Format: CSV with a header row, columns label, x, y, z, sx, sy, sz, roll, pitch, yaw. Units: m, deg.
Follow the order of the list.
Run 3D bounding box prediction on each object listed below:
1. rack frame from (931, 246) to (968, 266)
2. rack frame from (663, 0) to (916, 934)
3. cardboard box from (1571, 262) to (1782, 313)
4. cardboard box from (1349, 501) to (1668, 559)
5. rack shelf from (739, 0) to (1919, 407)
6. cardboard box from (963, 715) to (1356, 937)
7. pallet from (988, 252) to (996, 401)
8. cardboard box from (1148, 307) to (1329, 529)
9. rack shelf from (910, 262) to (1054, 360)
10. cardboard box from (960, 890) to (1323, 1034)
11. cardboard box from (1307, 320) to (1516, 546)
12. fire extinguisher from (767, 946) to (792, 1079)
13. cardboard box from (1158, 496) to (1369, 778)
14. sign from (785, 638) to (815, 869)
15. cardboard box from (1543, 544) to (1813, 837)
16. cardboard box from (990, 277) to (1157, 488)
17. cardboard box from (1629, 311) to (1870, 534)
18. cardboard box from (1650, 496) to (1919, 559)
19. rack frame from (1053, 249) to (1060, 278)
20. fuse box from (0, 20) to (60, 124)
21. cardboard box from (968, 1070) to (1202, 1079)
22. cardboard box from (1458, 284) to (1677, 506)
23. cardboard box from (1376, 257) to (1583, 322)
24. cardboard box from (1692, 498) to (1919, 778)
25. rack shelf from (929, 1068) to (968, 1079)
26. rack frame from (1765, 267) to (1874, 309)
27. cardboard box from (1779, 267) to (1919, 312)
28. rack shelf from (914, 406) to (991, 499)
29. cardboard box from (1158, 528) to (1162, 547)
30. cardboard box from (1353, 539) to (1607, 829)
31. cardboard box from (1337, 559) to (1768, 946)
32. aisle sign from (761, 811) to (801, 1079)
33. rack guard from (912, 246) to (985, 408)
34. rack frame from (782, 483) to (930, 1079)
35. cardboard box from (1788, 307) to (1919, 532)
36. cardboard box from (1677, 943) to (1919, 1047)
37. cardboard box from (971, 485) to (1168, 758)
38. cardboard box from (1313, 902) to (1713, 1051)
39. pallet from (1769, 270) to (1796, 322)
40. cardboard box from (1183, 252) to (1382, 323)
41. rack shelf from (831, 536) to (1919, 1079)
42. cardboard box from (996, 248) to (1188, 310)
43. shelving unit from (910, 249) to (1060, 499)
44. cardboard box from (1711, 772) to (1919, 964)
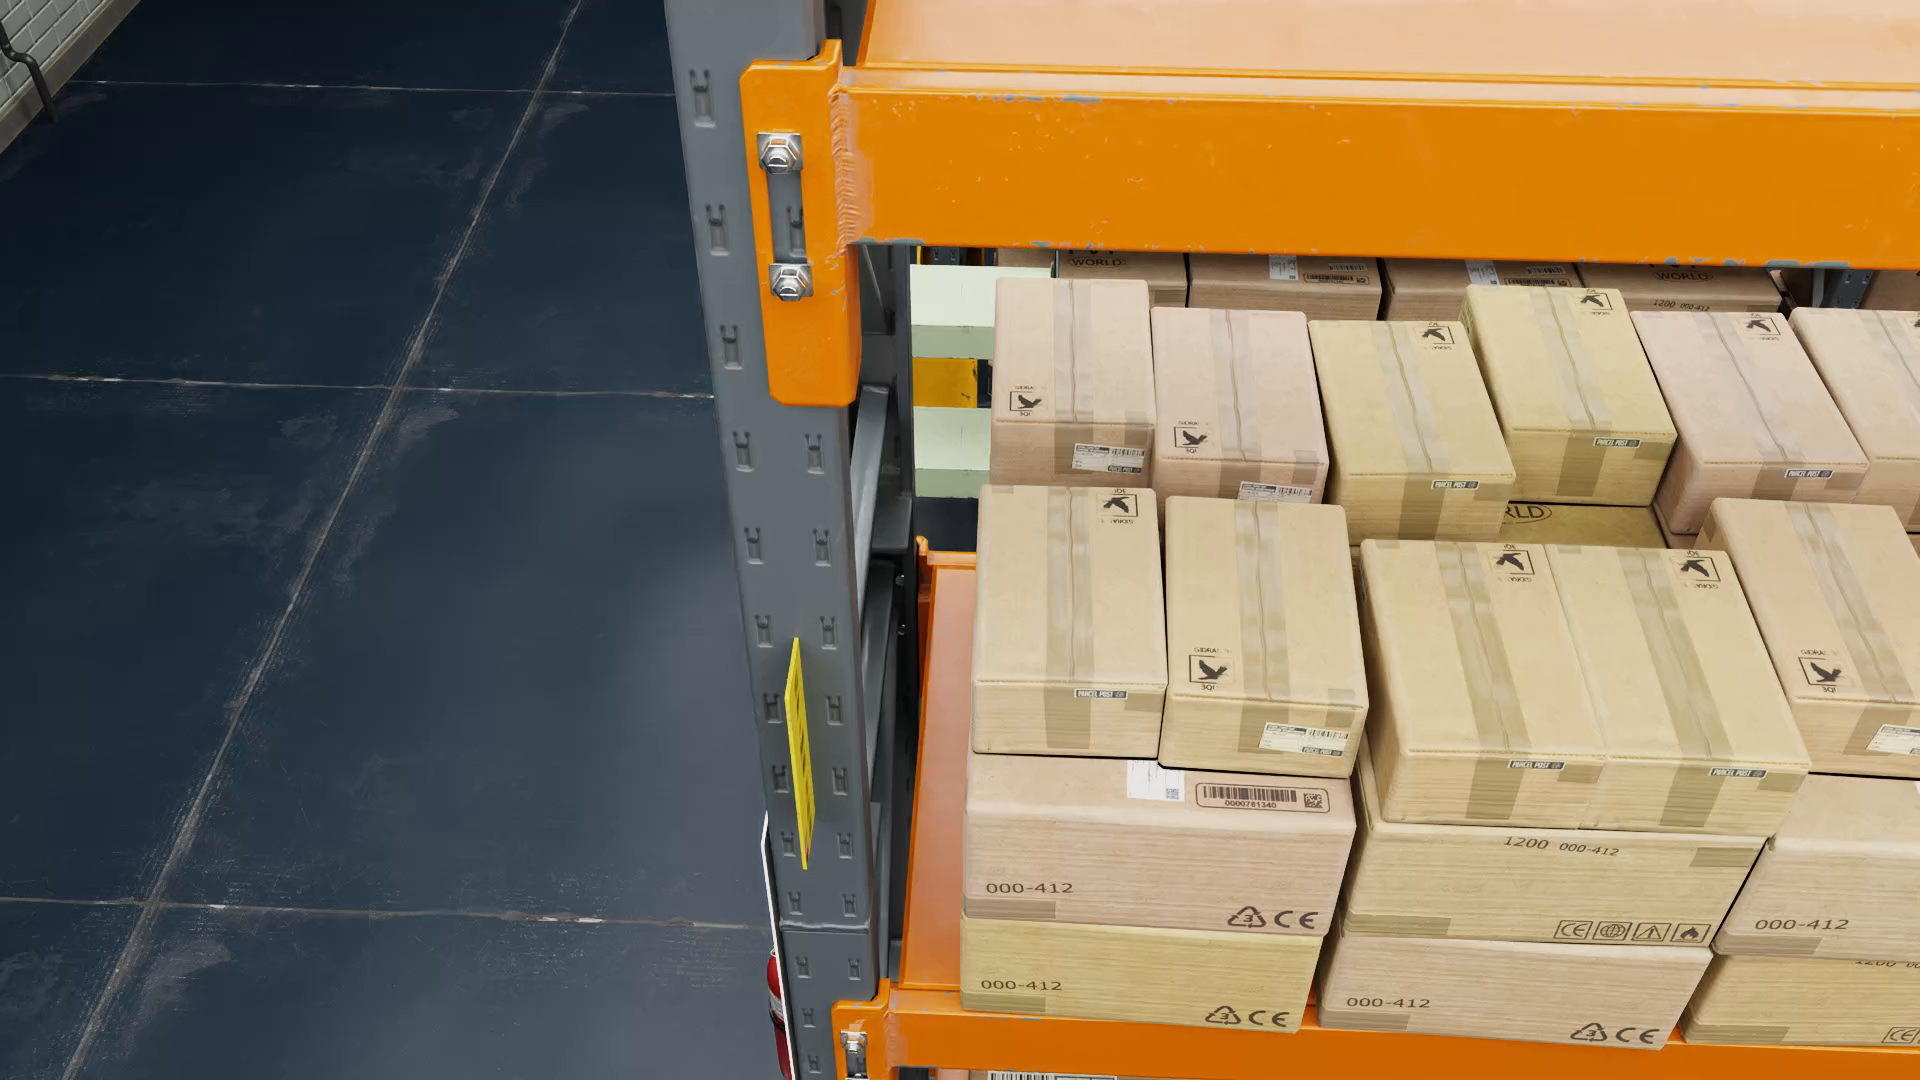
label,x,y,z,sx,sy,sz,roll,pitch,yaw
rack frame,-0.046,-2.064,7.350,0.127,3.000,1.000,2,43,2
rack frame,-0.168,-0.885,1.684,0.127,3.000,1.000,2,43,2
cardboard box,3.328,-1.250,8.048,0.875,0.438,0.875,1,43,1
cardboard box,0.815,-0.060,2.742,0.500,0.250,0.500,1,43,1
rack shelf,1.830,-0.560,1.864,4.000,0.370,1.077,2,43,2
cardboard box,0.269,0.275,2.382,0.500,0.250,0.500,2,43,3
pallet,0.757,-1.072,8.332,1.213,0.211,1.003,2,43,2
cardboard box,0.420,-0.192,2.591,0.250,0.149,0.380,2,43,3
rack shelf,0.007,-0.834,6.558,0.720,0.370,0.431,2,43,2
cardboard box,0.269,0.455,2.556,0.500,0.250,0.500,3,43,3
cardboard box,0.676,-0.170,2.567,0.250,0.149,0.380,1,43,1
fire extinguisher,-0.399,1.152,4.228,0.183,0.674,0.296,2,43,2
cardboard box,0.399,0.123,2.253,0.250,0.149,0.380,3,43,4
sign,-0.192,0.262,2.012,0.005,0.325,0.100,2,43,2
cardboard box,0.910,0.189,2.182,0.250,0.149,0.380,2,43,2
cardboard box,0.178,-0.252,2.655,0.250,0.149,0.380,1,43,2
cardboard box,1.195,-0.187,2.585,0.250,0.149,0.380,1,43,1
cardboard box,1.326,-0.043,2.723,0.500,0.250,0.500,2,43,3
rack frame,0.372,-0.537,6.812,0.023,1.500,0.400,2,43,2
fuse box,-5.439,-3.176,9.489,0.414,1.711,0.539,2,43,2
cardboard box,0.269,0.993,3.044,0.500,0.500,0.500,2,43,2
cardboard box,0.945,-0.236,2.638,0.250,0.149,0.380,2,43,3
cardboard box,2.433,-1.277,8.077,0.875,0.438,0.875,1,43,1
cardboard box,1.172,0.125,2.250,0.250,0.149,0.380,3,43,3
rack shelf,1.830,1.634,3.908,4.000,0.370,1.077,2,43,2
rack frame,3.950,-1.941,7.219,0.127,3.000,1.000,2,43,2
cardboard box,4.573,-1.353,7.838,0.875,0.875,0.875,3,43,3
rack shelf,0.007,-0.310,7.046,0.720,0.370,0.431,2,43,2
cardboard box,0.304,-0.075,2.758,0.500,0.250,0.500,1,43,1
cardboard box,0.667,0.181,2.190,0.250,0.149,0.380,2,43,2
cardboard box,0.781,0.290,2.366,0.500,0.250,0.500,1,43,1
aisle sign,-0.254,0.560,2.626,0.004,0.787,0.394,2,43,2
rack guard,-0.070,-1.150,8.203,0.348,0.500,1.175,2,43,2
rack frame,-0.168,1.310,3.729,0.127,3.000,1.000,2,43,2
cardboard box,1.456,-0.191,2.590,0.250,0.149,0.380,3,43,3
cardboard box,1.310,0.481,2.528,0.500,0.250,0.500,0,43,1
cardboard box,0.146,0.103,2.274,0.250,0.149,0.380,1,43,2
cardboard box,0.795,0.474,2.535,0.500,0.250,0.500,3,43,3
pallet,4.724,-0.949,8.199,1.213,0.211,1.003,2,43,2
cardboard box,1.533,-1.306,8.108,0.875,0.438,0.875,3,43,3
rack shelf,1.830,0.537,2.886,4.000,0.370,1.077,2,43,2
cardboard box,0.618,-1.328,8.132,0.875,0.438,0.875,0,43,0
shelving unit,0.007,-0.549,6.824,0.755,1.500,0.431,2,43,2
cardboard box,1.285,0.313,2.341,0.500,0.250,0.500,2,43,2
